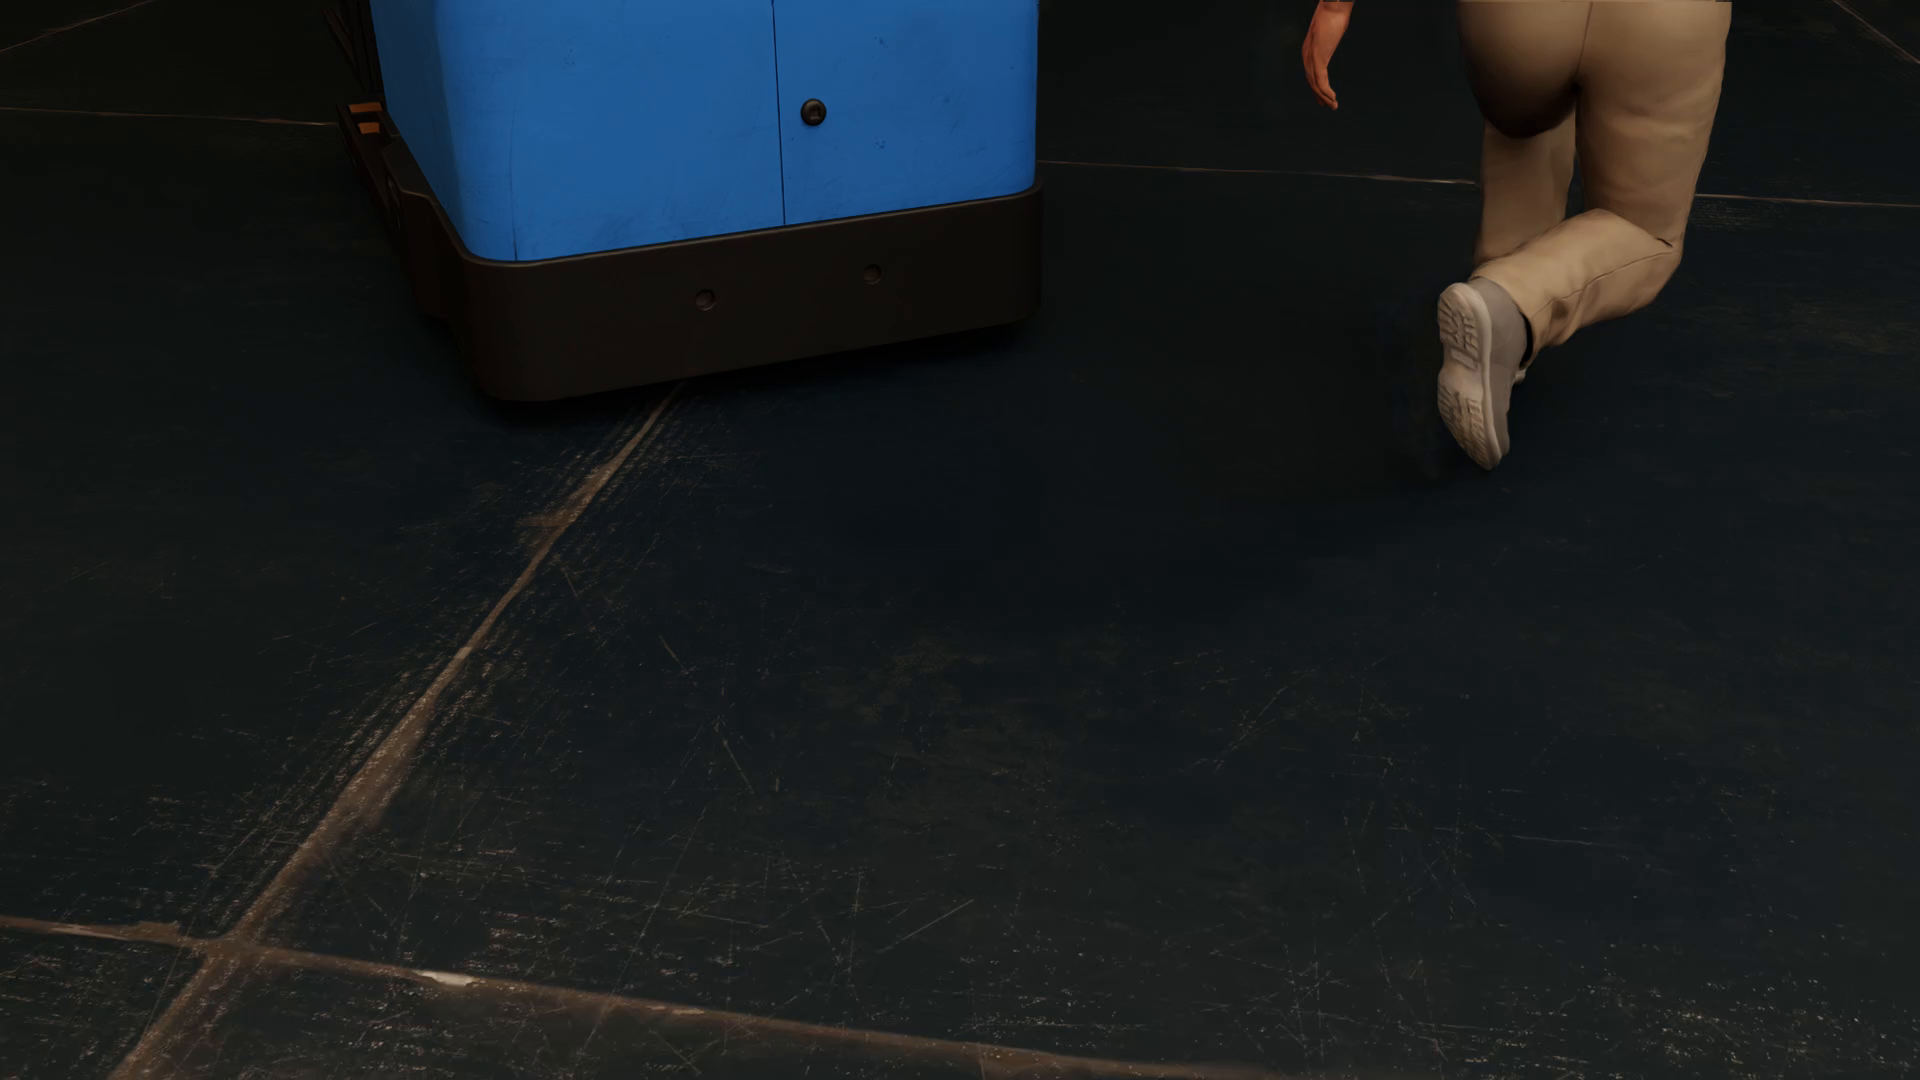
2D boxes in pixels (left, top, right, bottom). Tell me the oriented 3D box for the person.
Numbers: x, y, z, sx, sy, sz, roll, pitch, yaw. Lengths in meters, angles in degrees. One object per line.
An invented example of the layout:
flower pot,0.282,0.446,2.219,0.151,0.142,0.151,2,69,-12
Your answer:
person,0.897,-0.902,2.624,0.636,1.515,0.895,9,30,15

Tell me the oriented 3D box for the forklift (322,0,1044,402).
forklift,-0.912,-2.204,3.452,1.130,2.935,3.031,-12,31,-21
